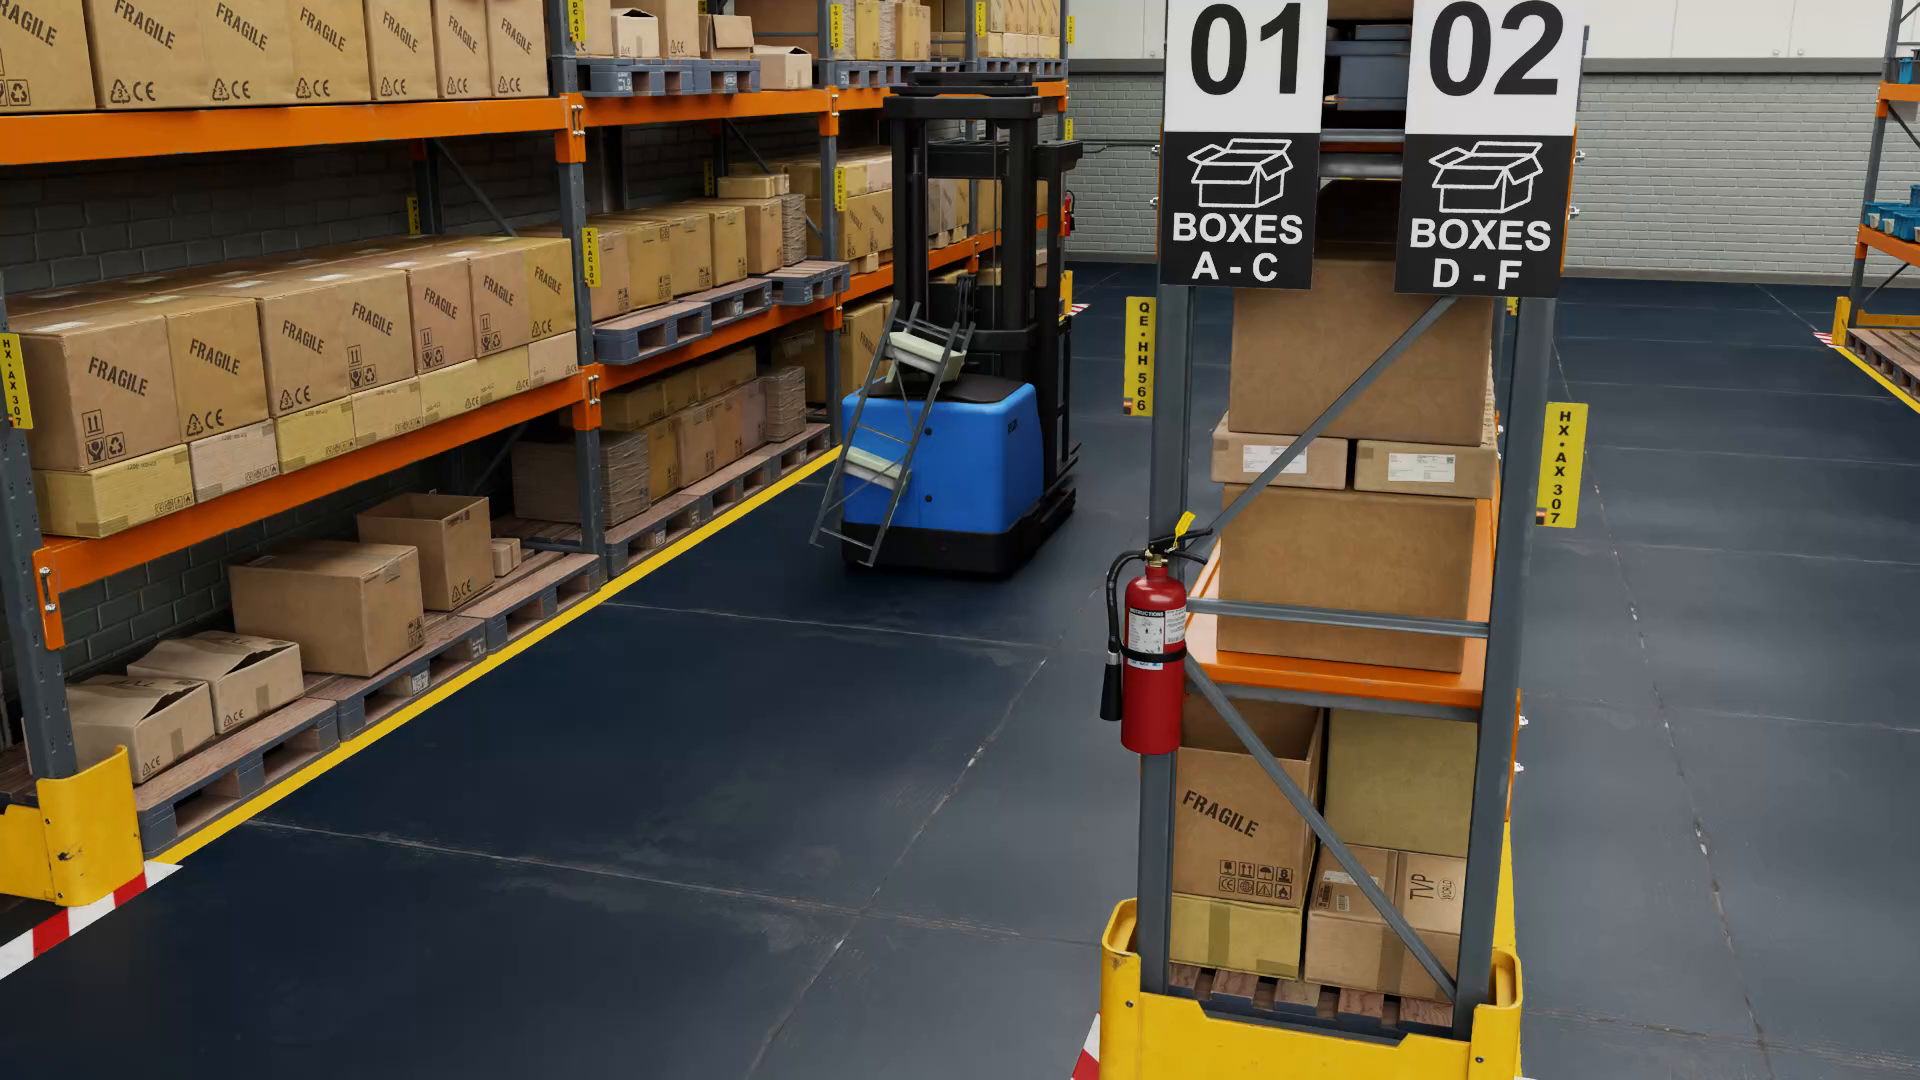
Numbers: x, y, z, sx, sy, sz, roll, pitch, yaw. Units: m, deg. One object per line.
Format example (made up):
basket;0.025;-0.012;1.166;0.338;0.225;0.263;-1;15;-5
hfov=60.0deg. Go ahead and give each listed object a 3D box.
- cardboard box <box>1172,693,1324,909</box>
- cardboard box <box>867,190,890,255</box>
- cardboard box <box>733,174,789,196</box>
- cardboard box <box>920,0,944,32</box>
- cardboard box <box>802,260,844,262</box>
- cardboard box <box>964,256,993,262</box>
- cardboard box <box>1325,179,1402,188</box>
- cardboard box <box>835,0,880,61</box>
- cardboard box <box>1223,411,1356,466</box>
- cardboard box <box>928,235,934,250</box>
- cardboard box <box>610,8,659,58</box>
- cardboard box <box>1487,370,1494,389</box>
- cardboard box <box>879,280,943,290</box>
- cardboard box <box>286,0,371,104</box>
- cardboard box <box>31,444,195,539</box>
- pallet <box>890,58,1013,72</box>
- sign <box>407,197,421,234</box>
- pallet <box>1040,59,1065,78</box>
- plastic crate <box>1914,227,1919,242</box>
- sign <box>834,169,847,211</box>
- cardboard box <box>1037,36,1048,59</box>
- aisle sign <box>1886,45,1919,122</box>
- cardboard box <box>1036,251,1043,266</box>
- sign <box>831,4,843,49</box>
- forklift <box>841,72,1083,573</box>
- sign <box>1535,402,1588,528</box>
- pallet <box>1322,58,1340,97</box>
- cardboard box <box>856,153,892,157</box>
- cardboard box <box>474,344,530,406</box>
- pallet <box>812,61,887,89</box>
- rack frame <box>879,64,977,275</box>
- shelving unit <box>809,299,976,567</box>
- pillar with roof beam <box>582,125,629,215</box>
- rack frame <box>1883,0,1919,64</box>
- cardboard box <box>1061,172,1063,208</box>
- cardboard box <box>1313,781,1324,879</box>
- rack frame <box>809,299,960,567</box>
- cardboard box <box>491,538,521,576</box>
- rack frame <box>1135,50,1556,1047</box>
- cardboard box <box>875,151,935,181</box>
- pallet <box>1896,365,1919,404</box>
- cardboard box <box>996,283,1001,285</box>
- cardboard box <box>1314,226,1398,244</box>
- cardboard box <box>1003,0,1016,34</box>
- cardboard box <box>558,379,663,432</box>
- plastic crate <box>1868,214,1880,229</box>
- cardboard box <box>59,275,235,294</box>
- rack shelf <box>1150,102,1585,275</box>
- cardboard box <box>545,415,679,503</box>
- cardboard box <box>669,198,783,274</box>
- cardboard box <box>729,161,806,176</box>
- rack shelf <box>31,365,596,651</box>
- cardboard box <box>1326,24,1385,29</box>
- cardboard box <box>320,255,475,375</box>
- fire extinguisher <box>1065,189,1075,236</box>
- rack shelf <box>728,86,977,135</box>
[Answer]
cardboard box;0.883;0.815;5.354;0.500;0.500;0.500;5;16;16
cardboard box;-0.920;-2.702;14.094;0.500;0.500;0.500;5;17;18
cardboard box;-1.531;-2.737;12.804;0.380;0.149;0.250;2;16;9
cardboard box;-0.350;-5.487;17.128;0.500;0.500;0.500;4;16;15
cardboard box;-1.146;-2.215;13.565;0.380;0.149;0.250;4;16;15
cardboard box;0.194;-3.188;19.194;0.380;0.149;0.250;5;17;16
cardboard box;2.032;-1.384;7.651;0.700;0.500;0.500;5;17;16
cardboard box;-1.109;-4.378;14.283;0.700;0.500;0.500;6;17;19
cardboard box;1.015;-0.325;5.107;0.380;0.149;0.250;5;17;17
cardboard box;-0.467;-2.818;15.692;0.380;0.149;0.250;5;16;16
cardboard box;-2.191;-3.112;10.199;0.500;0.311;0.500;5;17;18
cardboard box;1.626;-0.498;5.716;0.380;0.149;0.250;4;16;14
cardboard box;-0.634;-2.059;15.763;0.750;0.750;0.750;5;17;18
cardboard box;-2.938;-2.149;7.194;0.500;0.500;0.500;6;17;19
cardboard box;-3.292;-0.205;6.295;0.500;0.250;0.500;4;16;14
pallet;-0.082;-4.918;17.337;1.003;0.211;1.213;5;16;16
sign;-3.131;-1.811;9.594;0.100;0.325;0.005;5;16;16
pallet;0.611;-5.556;19.587;1.003;0.211;1.213;5;16;16
plastic crate;9.381;-2.917;15.990;0.293;0.136;0.466;5;16;16
sign;-0.938;-2.737;13.006;0.100;0.325;0.005;5;16;16
cardboard box;0.712;-5.623;18.984;0.500;0.250;0.500;4;16;14
aisle sign;10.046;-4.875;17.756;0.394;0.787;0.004;5;16;16
cardboard box;0.775;-3.357;19.790;0.380;0.149;0.250;5;17;17
sign;-0.942;-3.907;12.663;0.100;0.325;0.005;5;16;16
forklift;0.174;-1.575;11.012;1.130;2.935;3.031;4;16;15
sign;1.546;-0.192;4.277;0.100;0.325;0.005;5;16;16
pallet;1.586;-1.685;5.940;1.003;0.211;1.213;5;16;16
cardboard box;-0.656;-3.324;14.913;0.500;0.250;0.500;4;16;15
cardboard box;-2.592;-0.872;8.644;0.500;0.250;0.500;5;17;16
pallet;-1.329;-3.783;13.518;1.213;0.211;1.003;5;17;18
rack frame;-0.325;-3.304;16.982;1.000;3.000;0.127;5;16;16
shelving unit;-0.392;-0.653;9.942;0.431;1.500;0.755;21;10;5
pillar with roof beam;1.467;-4.537;10.335;9.100;9.000;0.400;5;16;16
rack frame;10.311;-6.469;17.145;1.000;3.000;0.127;5;16;16
cardboard box;0.677;-4.361;20.158;0.980;0.700;0.700;5;17;18
cardboard box;1.015;1.044;5.921;0.500;0.250;0.500;5;16;16
rack frame;-0.441;-0.606;9.582;0.400;1.500;0.023;21;10;5
cardboard box;-2.721;0.082;9.428;0.380;0.166;0.250;2;16;9
rack frame;1.016;0.218;4.563;1.000;3.000;0.127;5;16;16
cardboard box;-0.512;-3.457;15.383;0.500;0.250;0.500;5;17;17
pallet;9.346;-1.390;15.343;1.003;0.211;1.213;5;16;16
cardboard box;0.132;-2.623;18.390;0.700;0.500;0.500;4;16;15
cardboard box;1.320;-0.727;5.335;0.700;0.500;0.500;4;16;14
cardboard box;0.287;-5.586;17.477;0.500;0.500;0.500;4;16;15
cardboard box;-2.283;-0.891;10.873;0.500;0.250;0.500;4;16;15
plastic crate;9.754;-3.368;17.580;0.250;0.136;0.298;5;16;16
cardboard box;-3.509;-0.869;7.262;0.500;0.500;0.500;4;16;14
rack shelf;1.584;-1.402;6.096;1.077;0.370;4.000;5;16;16
cardboard box;-2.306;-0.553;11.058;0.700;0.500;0.500;4;16;15
cardboard box;-1.718;-2.246;12.260;0.700;0.500;0.500;3;16;11
cardboard box;-1.581;-2.958;13.623;0.500;0.250;0.500;5;17;17
rack shelf;-3.166;-0.342;7.857;1.077;0.370;4.000;5;16;16
cardboard box;1.090;-1.744;5.232;0.500;0.250;0.500;5;16;16
cardboard box;-2.726;-1.100;8.074;0.500;0.500;0.500;4;16;14
fire extinguisher;1.297;-4.138;20.746;0.296;0.674;0.183;5;16;16
rack shelf;-0.893;-3.878;14.826;1.077;0.370;4.000;5;16;16
